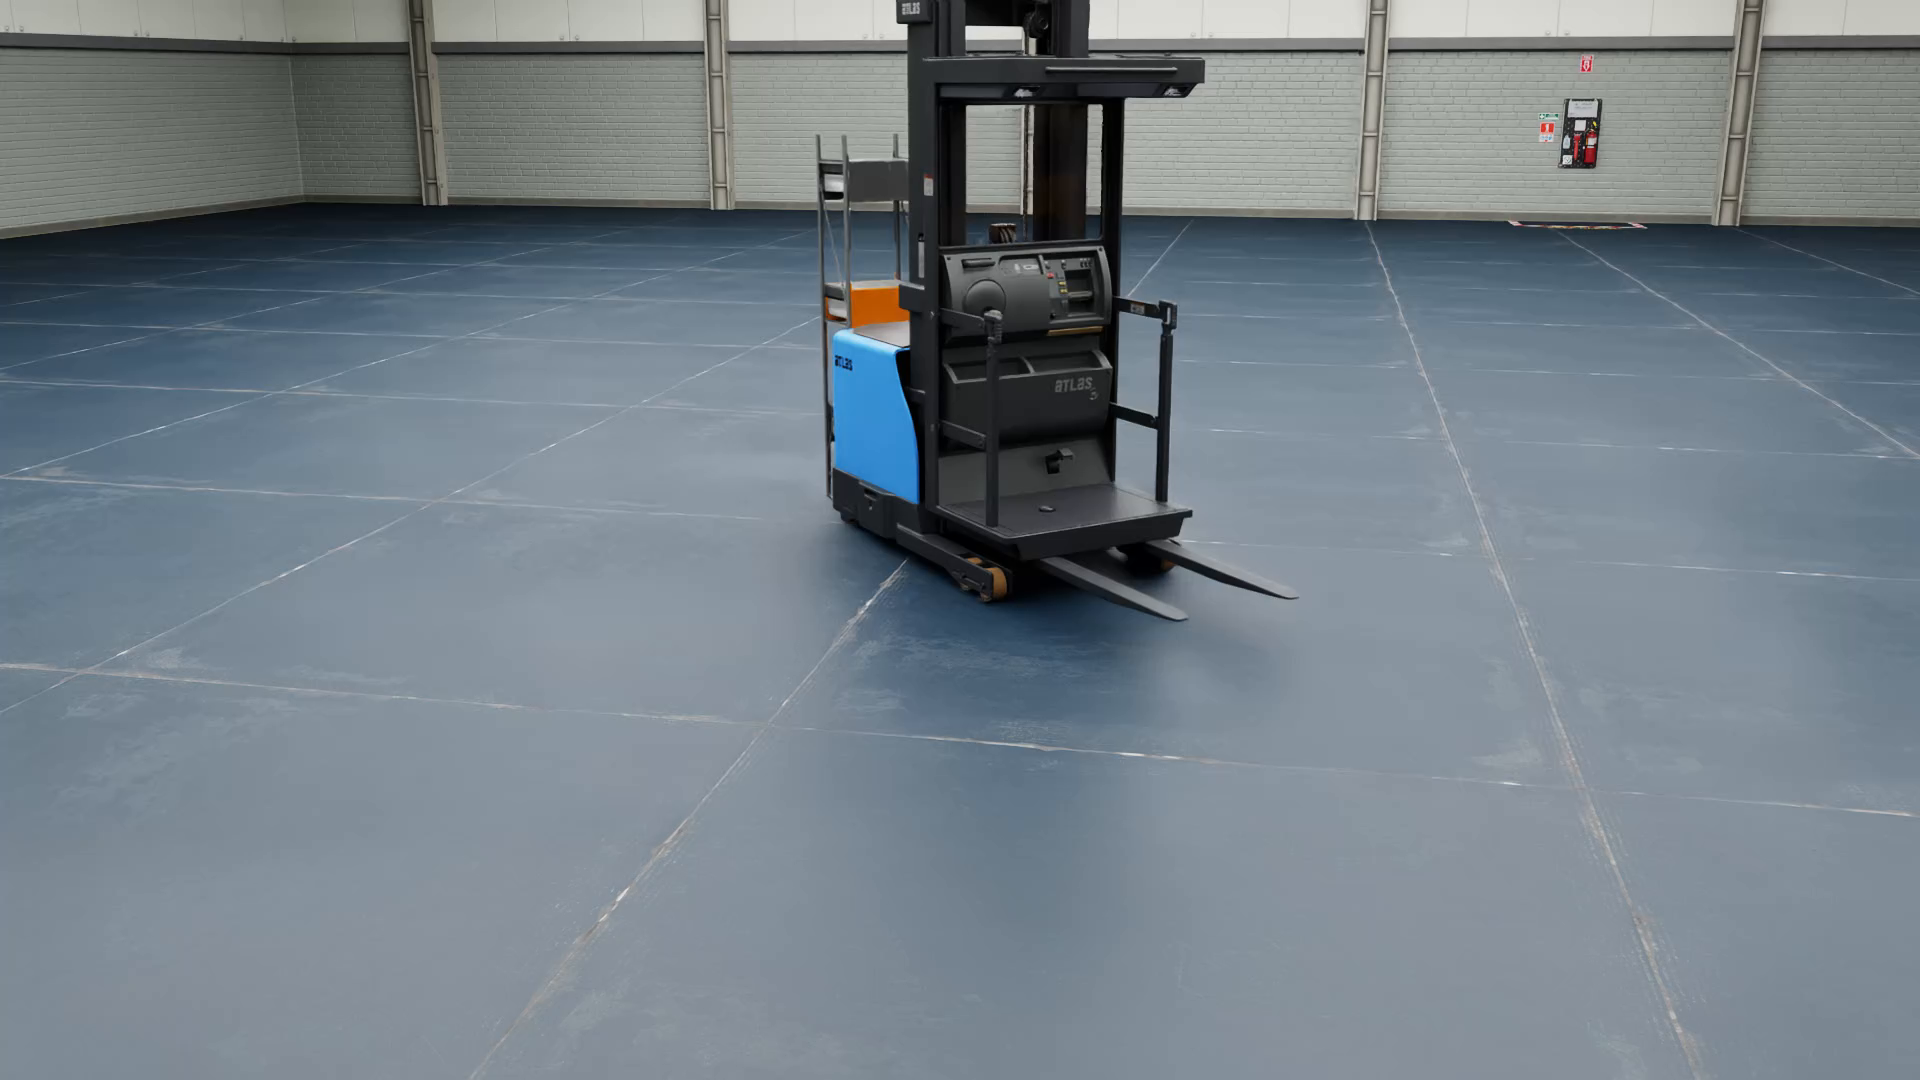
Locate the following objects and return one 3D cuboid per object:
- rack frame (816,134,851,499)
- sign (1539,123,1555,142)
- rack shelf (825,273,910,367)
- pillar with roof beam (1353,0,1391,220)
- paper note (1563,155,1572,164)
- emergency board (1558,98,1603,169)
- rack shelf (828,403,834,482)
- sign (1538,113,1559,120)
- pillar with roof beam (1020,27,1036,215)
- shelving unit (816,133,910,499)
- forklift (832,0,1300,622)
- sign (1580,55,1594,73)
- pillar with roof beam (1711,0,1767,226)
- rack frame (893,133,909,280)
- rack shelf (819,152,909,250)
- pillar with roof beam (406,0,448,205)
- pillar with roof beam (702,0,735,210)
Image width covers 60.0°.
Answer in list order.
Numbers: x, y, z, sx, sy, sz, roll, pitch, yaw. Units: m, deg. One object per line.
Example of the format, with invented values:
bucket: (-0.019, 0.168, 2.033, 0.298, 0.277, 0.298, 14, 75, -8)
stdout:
rack frame: (-0.708, -1.237, 9.506, 0.015, 2.100, 0.400, -8, 16, -27)
sign: (10.157, -7.055, 28.774, 0.234, 0.329, 0.001, 3, 16, 11)
rack shelf: (-0.492, -1.254, 9.619, 0.480, 0.518, 0.431, -8, 16, -27)
pillar with roof beam: (6.355, -8.924, 24.350, 0.400, 9.000, 9.100, 3, 16, 11)
paper note: (10.518, -6.584, 28.792, 0.142, 0.148, 0.016, 3, 16, 11)
emergency board: (10.678, -6.981, 28.575, 0.643, 1.169, 0.194, 3, 16, 11)
rack shelf: (-0.485, -0.576, 9.793, 0.480, 0.518, 0.431, -8, 16, -27)
sign: (10.160, -7.307, 28.694, 0.331, 0.109, 0.001, 3, 16, 11)
pillar with roof beam: (0.475, -9.243, 25.503, 0.400, 9.000, 9.100, 3, 16, 11)
shelving unit: (-0.492, -1.267, 9.616, 0.503, 2.100, 0.431, -8, 16, -27)
forklift: (0.449, -1.257, 8.040, 1.130, 2.935, 3.031, -9, 18, -28)
sign: (10.690, -8.125, 28.361, 0.199, 0.298, 0.001, 3, 16, 11)
pillar with roof beam: (12.234, -8.605, 23.198, 0.400, 9.000, 9.100, 3, 16, 11)
rack frame: (-0.276, -1.298, 9.726, 0.015, 2.100, 0.400, -8, 16, -27)
rack shelf: (-0.499, -1.932, 9.445, 0.480, 0.518, 0.431, -8, 16, -27)
pillar with roof beam: (-11.284, -9.881, 27.807, 0.400, 9.000, 9.100, 3, 16, 11)
pillar with roof beam: (-5.405, -9.562, 26.655, 0.400, 9.000, 9.100, 3, 16, 11)
